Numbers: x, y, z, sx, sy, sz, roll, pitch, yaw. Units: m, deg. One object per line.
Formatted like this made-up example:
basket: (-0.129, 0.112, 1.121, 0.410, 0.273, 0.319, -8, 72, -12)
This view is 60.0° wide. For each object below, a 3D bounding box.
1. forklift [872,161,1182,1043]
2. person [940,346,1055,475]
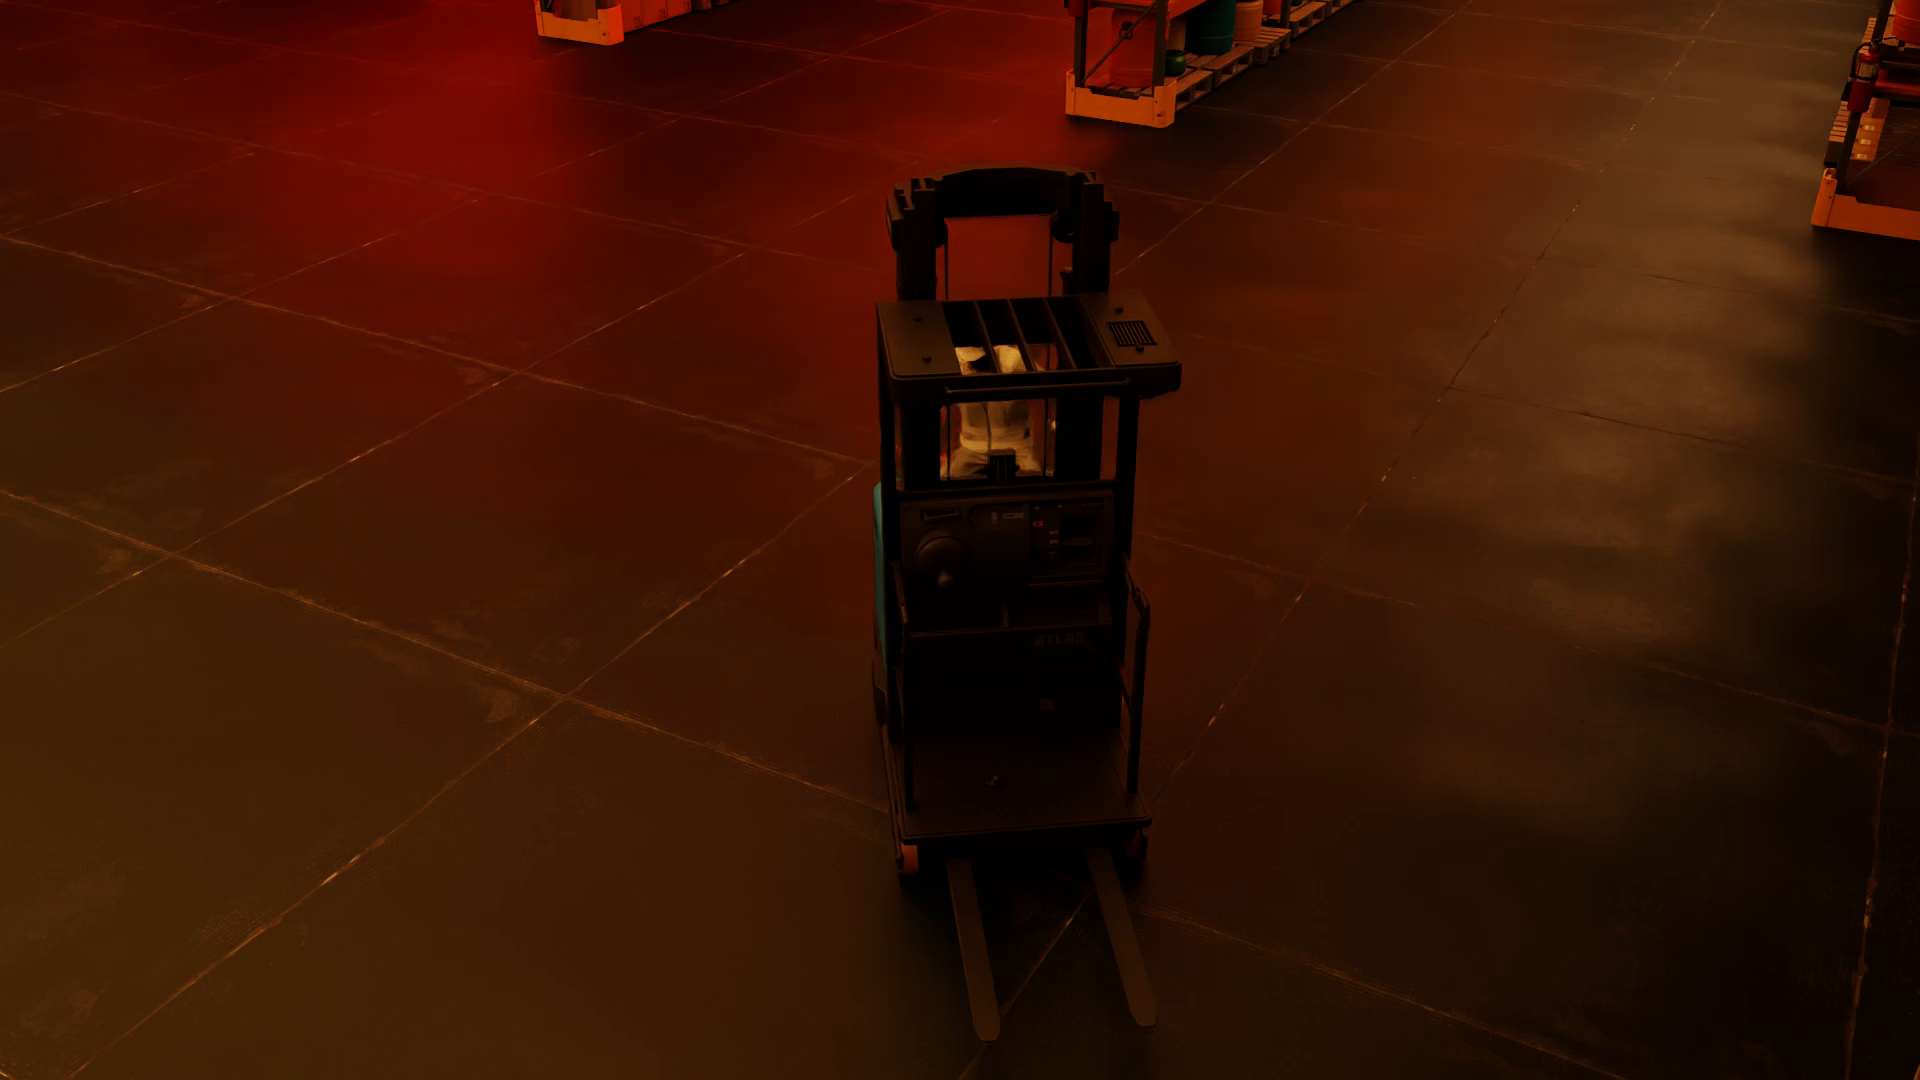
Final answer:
forklift: (0.236, 0.047, 6.990, 1.130, 2.935, 3.031, -3, 30, -6)
person: (0.148, -0.474, 9.279, 1.040, 1.552, 0.792, 7, 31, 12)
